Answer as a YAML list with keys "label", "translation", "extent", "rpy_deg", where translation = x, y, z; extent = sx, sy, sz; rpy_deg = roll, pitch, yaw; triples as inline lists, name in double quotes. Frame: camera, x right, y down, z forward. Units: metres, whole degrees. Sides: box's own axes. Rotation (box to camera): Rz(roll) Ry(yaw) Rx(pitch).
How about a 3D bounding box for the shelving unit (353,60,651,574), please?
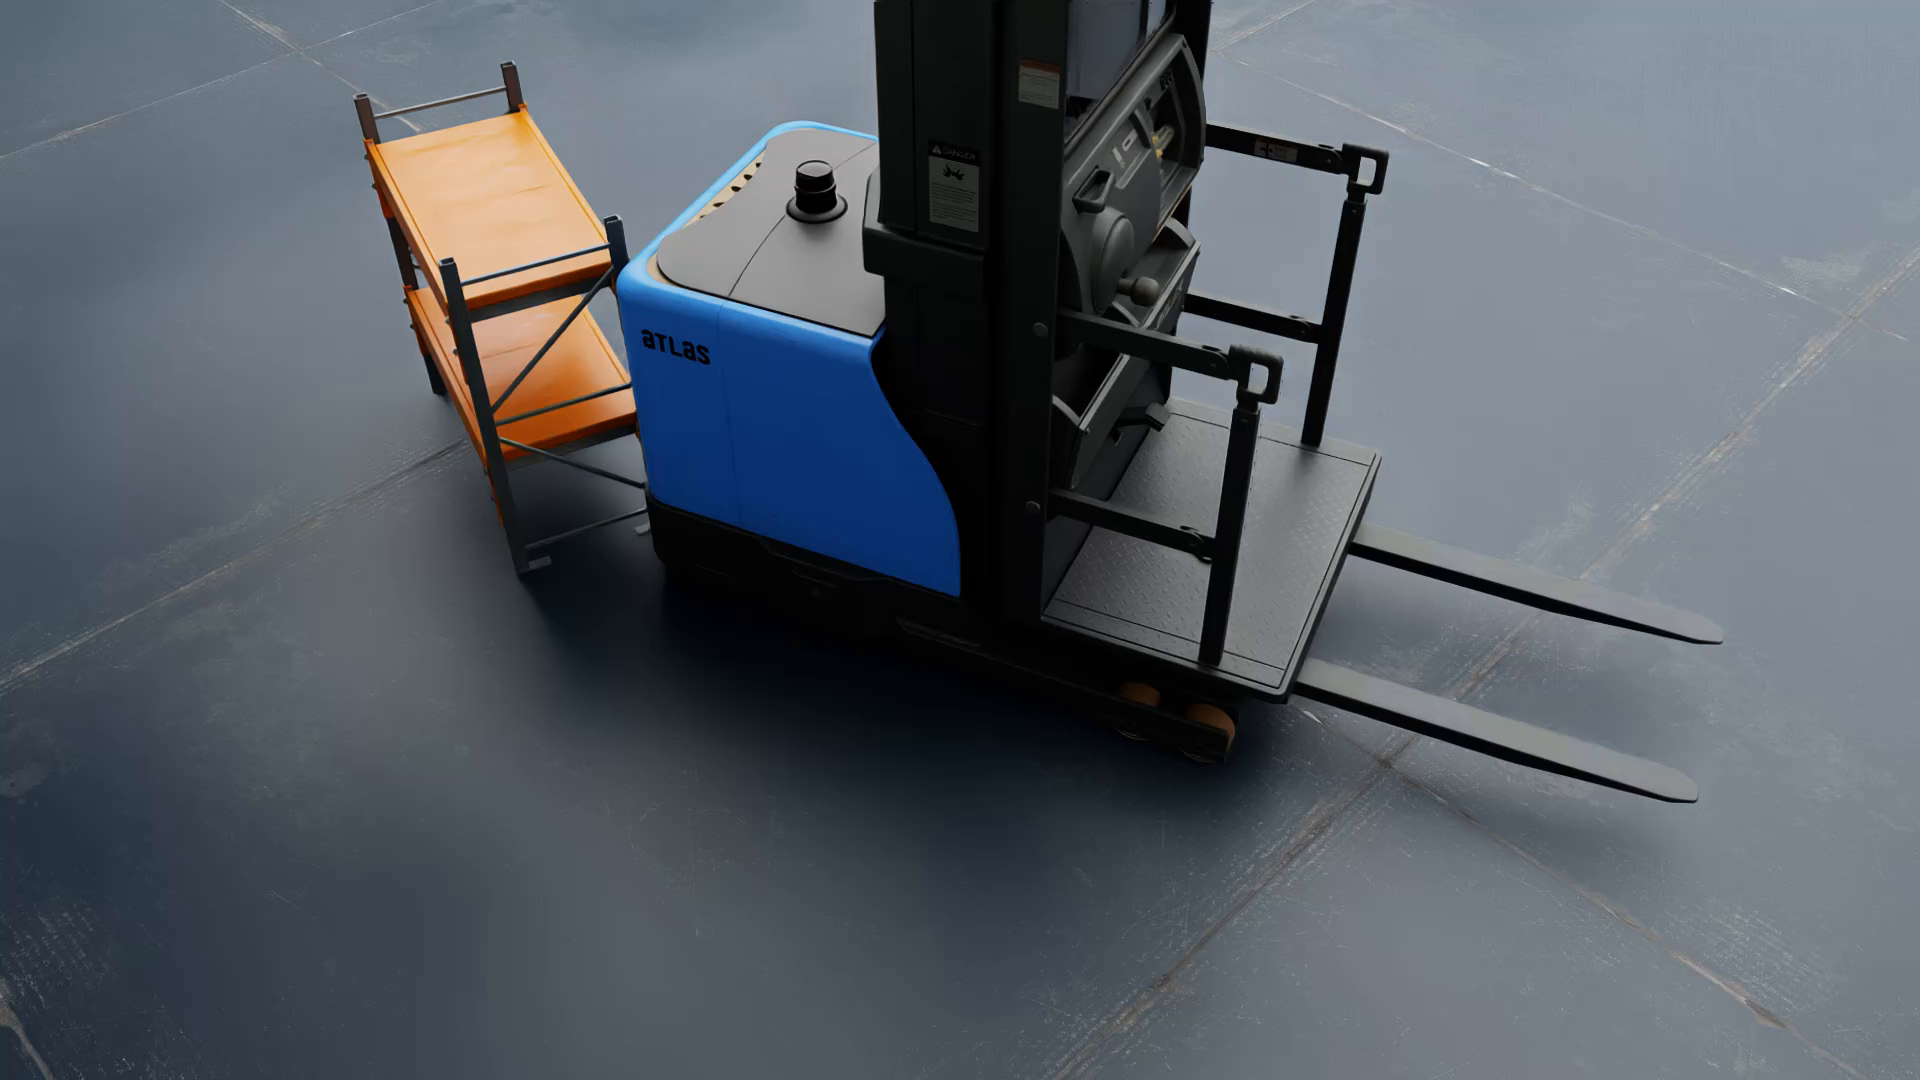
- label: "shelving unit"
  translation: [-1.385, -0.700, 5.179]
  extent: [0.538, 1.125, 1.048]
  rpy_deg: [-19, 46, -20]

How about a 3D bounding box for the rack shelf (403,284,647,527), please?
- label: "rack shelf"
  translation: [-1.385, -0.521, 5.345]
  extent: [0.538, 0.278, 1.000]
  rpy_deg: [-19, 46, -20]

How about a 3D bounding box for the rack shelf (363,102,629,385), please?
- label: "rack shelf"
  translation: [-1.385, -0.915, 4.981]
  extent: [0.538, 0.278, 1.000]
  rpy_deg: [-19, 46, -20]

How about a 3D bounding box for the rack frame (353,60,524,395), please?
- label: "rack frame"
  translation: [-1.618, -1.007, 5.511]
  extent: [0.500, 1.125, 0.032]
  rpy_deg: [-19, 46, -20]

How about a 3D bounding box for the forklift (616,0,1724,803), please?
- label: "forklift"
  translation: [0.620, -0.877, 4.040]
  extent: [3.031, 2.935, 1.130]
  rpy_deg: [17, 45, 18]

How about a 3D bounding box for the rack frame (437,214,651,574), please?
- label: "rack frame"
  translation: [-1.152, -0.394, 4.847]
  extent: [0.500, 1.125, 0.032]
  rpy_deg: [-19, 46, -20]
